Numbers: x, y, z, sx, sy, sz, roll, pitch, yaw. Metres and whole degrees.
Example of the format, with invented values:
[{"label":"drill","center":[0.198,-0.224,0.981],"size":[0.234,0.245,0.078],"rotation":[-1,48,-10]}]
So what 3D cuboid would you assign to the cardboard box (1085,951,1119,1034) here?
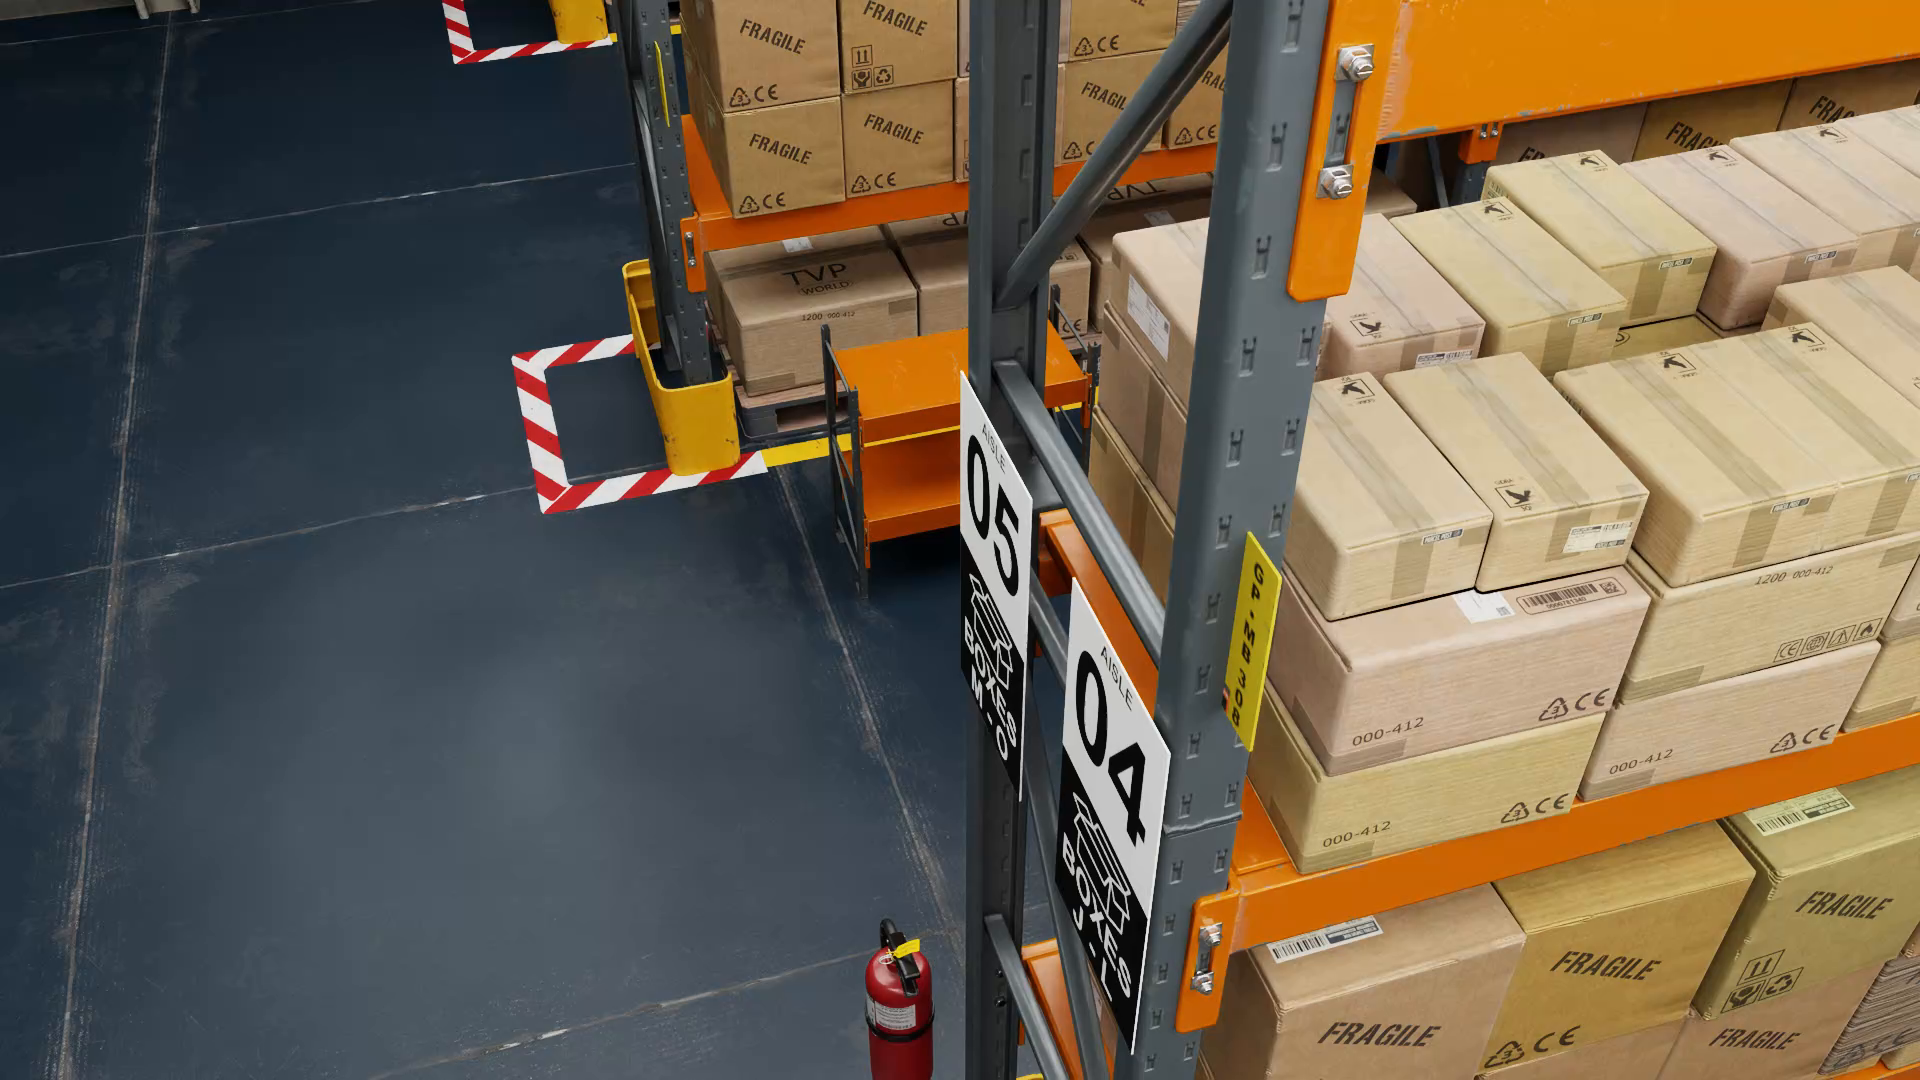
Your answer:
[{"label":"cardboard box","center":[0.573,0.857,4.036],"size":[0.500,0.500,0.500],"rotation":[-11,42,-12]}]

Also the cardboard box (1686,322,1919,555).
[{"label":"cardboard box","center":[1.360,-0.170,2.665],"size":[0.250,0.149,0.380],"rotation":[-11,42,-12]}]

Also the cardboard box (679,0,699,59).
[{"label":"cardboard box","center":[-0.973,-2.488,7.332],"size":[0.500,0.500,0.500],"rotation":[-10,42,-12]}]

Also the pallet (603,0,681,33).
[{"label":"pallet","center":[-2.023,-4.066,12.094],"size":[1.213,0.211,1.003],"rotation":[-12,42,-13]}]

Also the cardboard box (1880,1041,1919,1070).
[{"label":"cardboard box","center":[2.365,1.119,4.230],"size":[0.250,0.149,0.380],"rotation":[-11,42,-12]}]

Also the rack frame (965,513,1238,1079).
[{"label":"rack frame","center":[0.222,1.257,3.881],"size":[0.127,3.000,1.000],"rotation":[-12,42,-13]}]

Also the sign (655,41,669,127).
[{"label":"sign","center":[-1.201,-1.836,6.703],"size":[0.005,0.325,0.100],"rotation":[-12,42,-13]}]

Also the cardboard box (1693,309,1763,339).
[{"label":"cardboard box","center":[1.561,-0.456,3.296],"size":[0.500,0.250,0.500],"rotation":[-11,42,-12]}]

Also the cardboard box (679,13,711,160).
[{"label":"cardboard box","center":[-0.981,-2.128,7.680],"size":[0.500,0.500,0.500],"rotation":[-11,42,-13]}]

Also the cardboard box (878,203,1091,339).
[{"label":"cardboard box","center":[0.108,-1.402,8.552],"size":[0.875,0.438,0.875],"rotation":[-11,42,-12]}]

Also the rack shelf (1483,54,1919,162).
[{"label":"rack shelf","center":[4.361,-2.744,9.007],"size":[4.000,0.370,1.077],"rotation":[-12,42,-13]}]

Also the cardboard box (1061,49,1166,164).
[{"label":"cardboard box","center":[0.620,-2.098,7.645],"size":[0.500,0.500,0.500],"rotation":[-10,42,-12]}]

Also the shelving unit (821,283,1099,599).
[{"label":"shelving unit","center":[-0.006,-0.422,7.228],"size":[1.048,1.125,0.538],"rotation":[-12,42,-13]}]

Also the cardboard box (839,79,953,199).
[{"label":"cardboard box","center":[-0.343,-1.899,7.417],"size":[0.500,0.500,0.500],"rotation":[-12,43,-14]}]

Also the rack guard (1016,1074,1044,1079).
[{"label":"rack guard","center":[0.294,2.184,4.720],"size":[0.348,0.500,1.175],"rotation":[-12,42,-13]}]

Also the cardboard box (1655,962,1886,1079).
[{"label":"cardboard box","center":[1.707,0.982,3.894],"size":[0.500,0.500,0.500],"rotation":[-11,42,-12]}]

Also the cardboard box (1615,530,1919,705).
[{"label":"cardboard box","center":[1.216,-0.032,2.810],"size":[0.500,0.250,0.500],"rotation":[-12,43,-14]}]

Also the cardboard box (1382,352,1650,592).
[{"label":"cardboard box","center":[0.848,-0.115,2.602],"size":[0.250,0.149,0.380],"rotation":[-10,42,-11]}]

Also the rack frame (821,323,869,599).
[{"label":"rack frame","center":[-0.491,-0.322,7.113],"size":[0.032,1.125,0.500],"rotation":[-12,42,-13]}]

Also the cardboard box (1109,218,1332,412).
[{"label":"cardboard box","center":[0.451,-0.404,2.934],"size":[0.250,0.149,0.380],"rotation":[-12,43,-13]}]

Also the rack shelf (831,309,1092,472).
[{"label":"rack shelf","center":[-0.006,-0.643,7.035],"size":[1.000,0.278,0.538],"rotation":[-12,42,-13]}]

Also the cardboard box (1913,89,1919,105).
[{"label":"cardboard box","center":[5.585,-2.684,9.687],"size":[0.875,0.875,0.875],"rotation":[-12,43,-13]}]

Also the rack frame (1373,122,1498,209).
[{"label":"rack frame","center":[2.454,-2.620,8.318],"size":[0.127,3.000,1.000],"rotation":[-12,42,-13]}]

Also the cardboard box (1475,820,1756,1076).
[{"label":"cardboard box","center":[1.209,0.705,3.451],"size":[0.500,0.500,0.500],"rotation":[-11,42,-12]}]

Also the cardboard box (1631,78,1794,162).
[{"label":"cardboard box","center":[3.880,-2.334,9.287],"size":[0.875,0.875,0.875],"rotation":[-11,42,-12]}]

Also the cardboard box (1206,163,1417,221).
[{"label":"cardboard box","center":[1.823,-1.756,8.958],"size":[0.875,0.438,0.875],"rotation":[-12,43,-14]}]

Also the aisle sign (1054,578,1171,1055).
[{"label":"aisle sign","center":[0.242,0.481,2.793],"size":[0.004,0.787,0.394],"rotation":[-12,42,-13]}]

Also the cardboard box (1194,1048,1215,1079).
[{"label":"cardboard box","center":[0.733,1.192,3.653],"size":[0.500,0.500,0.500],"rotation":[-10,42,-11]}]

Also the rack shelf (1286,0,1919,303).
[{"label":"rack shelf","center":[2.129,-1.125,2.597],"size":[4.000,0.370,1.077],"rotation":[-12,42,-13]}]

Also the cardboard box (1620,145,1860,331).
[{"label":"cardboard box","center":[1.439,-0.575,3.129],"size":[0.250,0.149,0.380],"rotation":[-13,43,-14]}]

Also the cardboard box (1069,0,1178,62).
[{"label":"cardboard box","center":[0.637,-2.472,7.313],"size":[0.500,0.500,0.500],"rotation":[-12,42,-13]}]

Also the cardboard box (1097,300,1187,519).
[{"label":"cardboard box","center":[0.585,-0.255,3.066],"size":[0.500,0.250,0.500],"rotation":[-13,43,-14]}]

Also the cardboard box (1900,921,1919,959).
[{"label":"cardboard box","center":[2.197,0.513,3.670],"size":[0.500,0.500,0.500],"rotation":[-13,43,-14]}]

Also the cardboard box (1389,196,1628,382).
[{"label":"cardboard box","center":[0.960,-0.443,2.978],"size":[0.250,0.149,0.380],"rotation":[-13,43,-14]}]

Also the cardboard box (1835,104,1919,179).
[{"label":"cardboard box","center":[1.925,-0.695,3.266],"size":[0.250,0.149,0.380],"rotation":[-13,43,-14]}]

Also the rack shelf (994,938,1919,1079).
[{"label":"rack shelf","center":[2.129,1.133,4.570],"size":[4.000,0.370,1.077],"rotation":[-12,42,-13]}]

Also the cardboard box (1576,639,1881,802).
[{"label":"cardboard box","center":[1.230,0.154,2.977],"size":[0.500,0.250,0.500],"rotation":[-10,42,-12]}]

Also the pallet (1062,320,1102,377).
[{"label":"pallet","center":[0.539,-1.225,8.841],"size":[1.213,0.211,1.003],"rotation":[-12,42,-13]}]

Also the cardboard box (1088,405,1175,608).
[{"label":"cardboard box","center":[0.576,-0.072,3.236],"size":[0.500,0.250,0.500],"rotation":[-13,43,-14]}]

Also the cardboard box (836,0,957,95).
[{"label":"cardboard box","center":[-0.327,-2.266,7.077],"size":[0.500,0.500,0.500],"rotation":[-13,43,-14]}]
